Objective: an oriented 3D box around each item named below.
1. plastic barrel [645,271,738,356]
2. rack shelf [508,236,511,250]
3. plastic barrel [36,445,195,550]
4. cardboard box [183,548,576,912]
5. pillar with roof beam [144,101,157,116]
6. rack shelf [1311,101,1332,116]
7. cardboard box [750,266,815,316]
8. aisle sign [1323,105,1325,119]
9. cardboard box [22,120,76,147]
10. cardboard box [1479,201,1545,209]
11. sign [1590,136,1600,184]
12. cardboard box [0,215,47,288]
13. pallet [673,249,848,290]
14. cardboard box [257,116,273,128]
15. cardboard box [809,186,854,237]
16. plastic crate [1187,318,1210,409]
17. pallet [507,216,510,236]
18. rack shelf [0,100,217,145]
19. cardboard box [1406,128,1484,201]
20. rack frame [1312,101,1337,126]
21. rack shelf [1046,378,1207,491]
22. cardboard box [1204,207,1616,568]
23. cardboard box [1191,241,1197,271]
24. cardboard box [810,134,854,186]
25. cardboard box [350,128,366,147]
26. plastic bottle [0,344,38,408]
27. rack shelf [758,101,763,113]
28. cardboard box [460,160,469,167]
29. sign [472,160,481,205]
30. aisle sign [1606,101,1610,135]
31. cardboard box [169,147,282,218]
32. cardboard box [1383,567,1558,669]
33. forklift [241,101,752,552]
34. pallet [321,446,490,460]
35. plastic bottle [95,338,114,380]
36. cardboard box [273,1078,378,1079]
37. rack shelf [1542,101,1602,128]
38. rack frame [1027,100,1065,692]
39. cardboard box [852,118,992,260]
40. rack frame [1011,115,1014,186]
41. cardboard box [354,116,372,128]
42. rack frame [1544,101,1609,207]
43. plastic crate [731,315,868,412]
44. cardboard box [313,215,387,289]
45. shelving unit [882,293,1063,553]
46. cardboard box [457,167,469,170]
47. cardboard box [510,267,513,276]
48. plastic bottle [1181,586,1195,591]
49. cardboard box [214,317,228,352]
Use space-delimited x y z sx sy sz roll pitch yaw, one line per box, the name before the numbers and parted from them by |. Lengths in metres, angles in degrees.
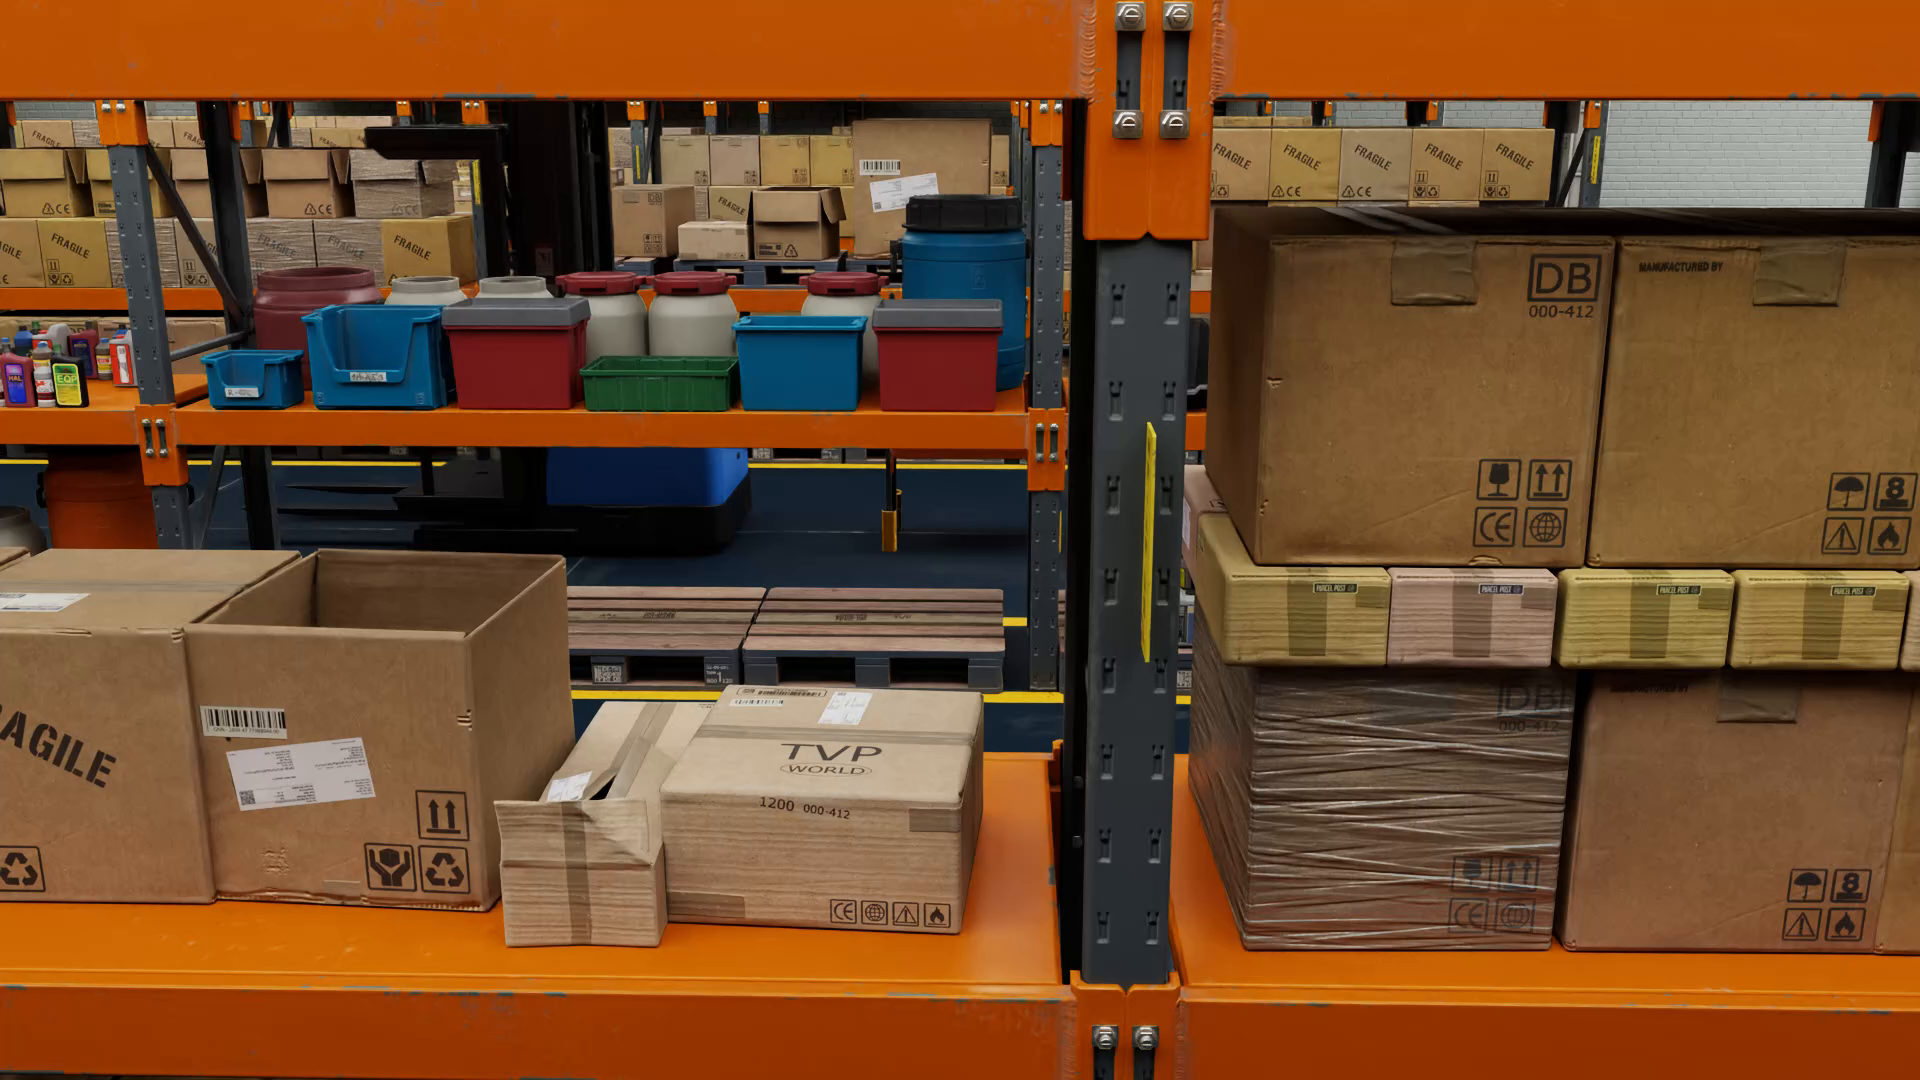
plastic barrel | -1.286 -1.009 8.019 0.433 0.535 0.433 0 15 0
rack shelf | -5.246 -3.095 17.602 4.000 0.370 1.077 0 15 1
plastic barrel | -4.090 -0.055 8.100 0.708 0.830 0.600 0 15 1
cardboard box | -1.026 0.326 3.030 0.500 0.500 0.500 1 15 5
pillar with roof beam | -13.878 -8.061 23.255 0.400 9.000 9.100 0 15 1
rack shelf | 2.777 -5.756 21.809 4.000 0.370 1.077 0 15 1
cardboard box | -1.766 -2.514 17.574 0.750 0.750 1.050 1 15 2
aisle sign | 4.846 -5.977 22.017 0.004 0.787 0.394 0 15 1
cardboard box | -9.268 -4.074 17.162 0.500 0.500 0.500 0 15 0
cardboard box | 3.974 -2.316 12.461 0.500 0.500 0.875 0 15 1
sign | 4.489 -2.685 11.747 0.005 0.325 0.100 0 15 1
cardboard box | -7.019 -2.173 12.502 0.500 0.500 0.500 0 15 2
pallet | -1.494 -2.071 12.684 1.213 0.211 1.003 0 15 1
cardboard box | -9.058 -5.508 21.908 0.250 0.149 0.380 0 15 1
cardboard box | -1.294 -3.397 17.139 0.500 0.500 0.500 0 15 1
plastic crate | 0.918 -0.811 7.655 0.504 0.338 0.767 0 15 1
pallet | -5.226 -3.340 17.494 1.213 0.211 1.003 0 15 1
rack shelf | -5.600 -2.018 7.640 4.000 0.370 1.077 0 15 1
cardboard box | 3.467 -2.732 12.075 0.500 0.500 0.500 0 15 1
rack frame | 4.776 -4.641 22.050 0.127 3.000 1.000 0 15 1
rack shelf | 2.397 -0.516 7.825 4.000 0.370 1.077 0 15 1
cardboard box | 0.711 -0.288 2.812 0.500 0.500 0.700 0 15 2
cardboard box | 1.472 -2.301 12.402 0.500 0.500 0.875 0 15 1
cardboard box | -1.269 -3.947 17.266 0.500 0.500 0.700 0 15 1
cardboard box | -7.699 -5.184 21.951 0.500 0.500 0.500 0 15 1
plastic bottle | -4.247 -0.742 7.500 0.133 0.283 0.061 0 15 1
rack shelf | -5.097 -7.074 26.804 4.000 0.370 1.077 0 15 1
cardboard box | -6.278 -5.178 21.932 0.500 0.500 0.500 0 15 1
sign | -3.485 -2.584 11.985 0.005 0.325 0.100 0 15 1
aisle sign | 4.577 -3.294 11.848 0.004 0.787 0.394 0 15 1
cardboard box | -5.527 -2.716 12.591 0.637 0.503 0.797 1 15 3
cardboard box | 0.782 0.077 2.699 0.250 0.149 0.380 1 15 2
forklift | -2.893 -1.465 10.145 3.031 2.935 1.130 1 15 3
pallet | -4.260 -0.842 13.117 1.213 0.211 1.003 0 15 1
plastic bottle | -4.238 -0.900 8.262 0.097 0.201 0.097 0 15 0
cardboard box | -1.157 1.168 3.500 0.500 0.311 0.500 0 15 0
rack shelf | 2.524 -3.229 12.230 4.000 0.370 1.077 0 15 1
rack frame | 0.398 -0.877 7.783 0.127 3.000 1.000 0 15 1
cardboard box | -0.266 -2.674 12.595 1.000 1.000 1.000 0 15 2
rack frame | 0.901 -5.933 26.947 0.127 3.000 1.000 0 15 1
cardboard box | -7.797 -5.515 21.935 0.250 0.149 0.380 1 15 3
rack frame | 4.523 -2.114 12.471 0.127 3.000 1.000 0 15 1
plastic crate | -0.713 -0.797 7.511 0.575 0.384 0.392 0 15 1
cardboard box | -4.472 -2.159 12.447 0.500 0.500 0.500 0 15 1
shelving unit | 0.076 -0.725 10.147 1.083 1.500 0.587 0 15 1
cardboard box | -5.267 -3.862 17.603 0.250 0.149 0.380 0 15 1
cardboard box | -4.442 -2.725 17.396 0.500 0.250 0.500 1 15 2
plastic bottle | 1.031 0.306 7.763 0.133 0.283 0.061 0 15 1
cardboard box | -5.054 -1.359 12.953 0.875 0.875 1.225 0 15 2
